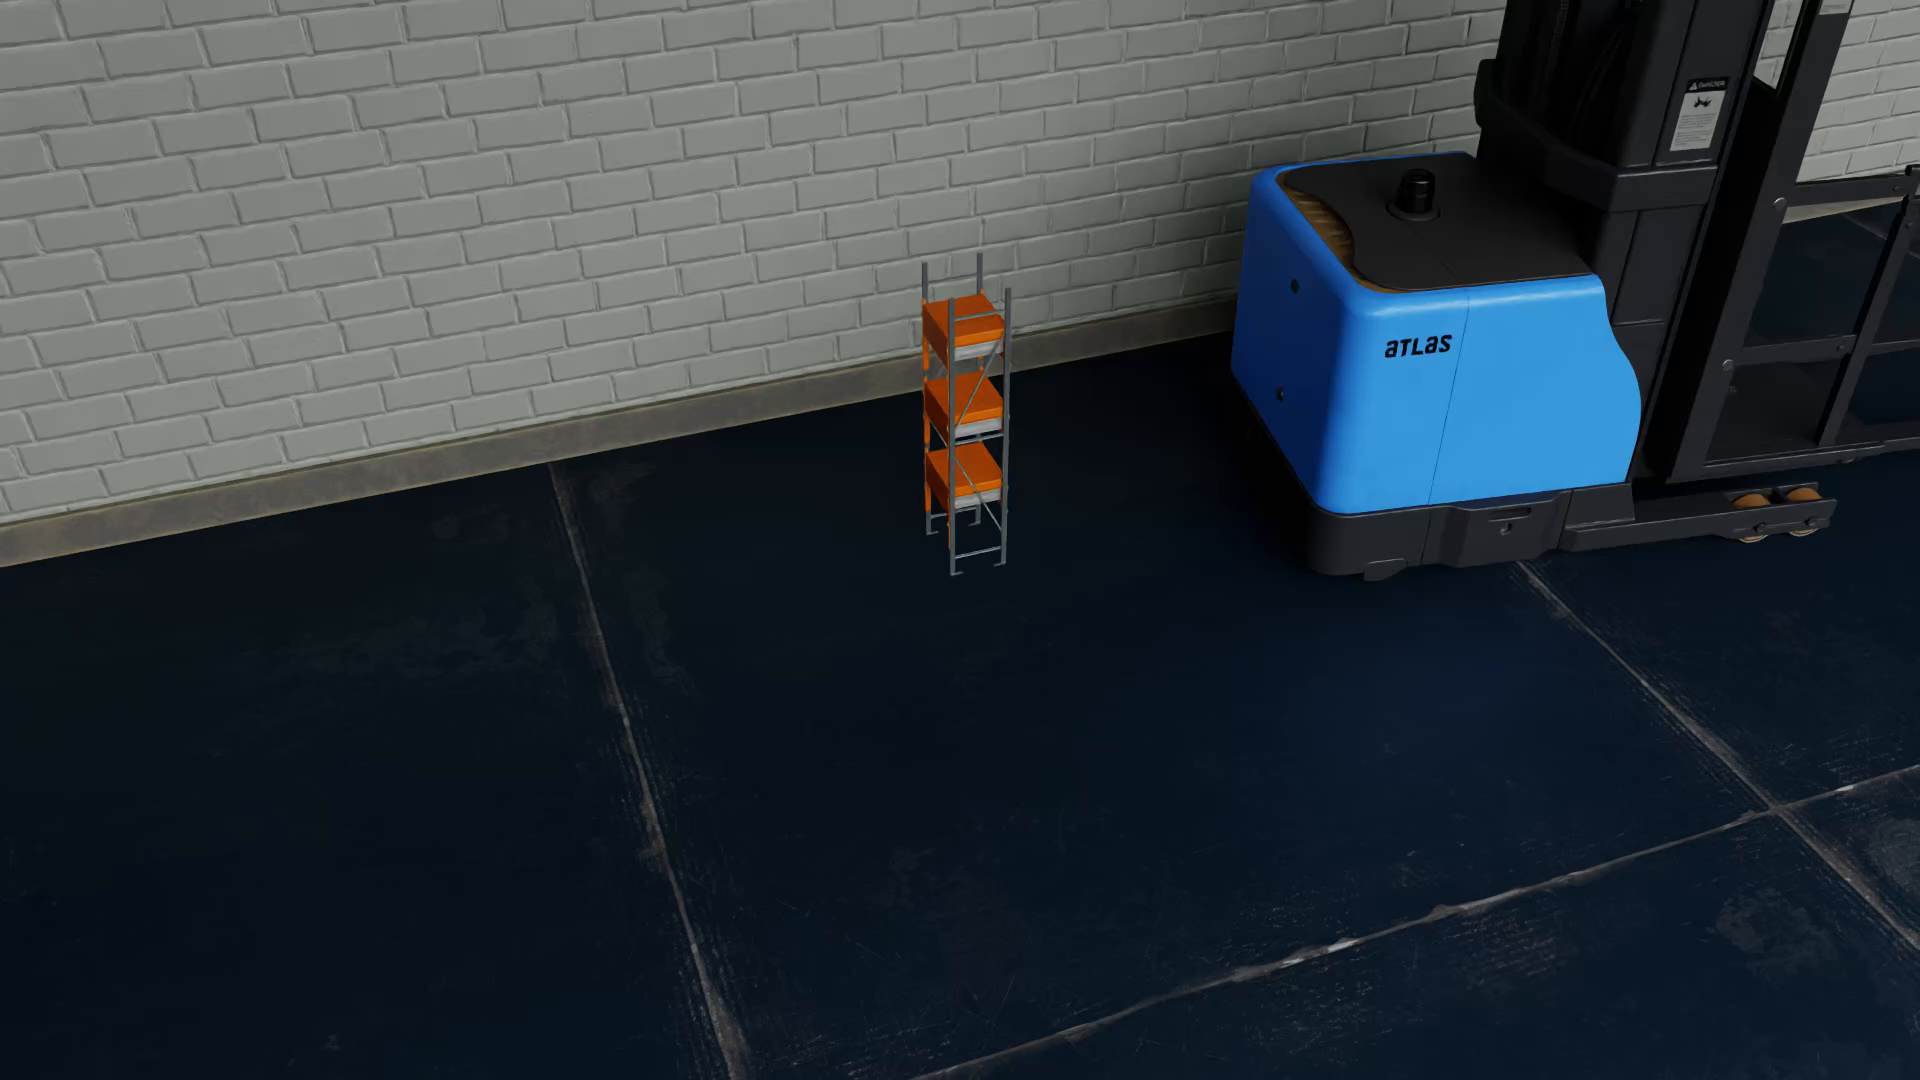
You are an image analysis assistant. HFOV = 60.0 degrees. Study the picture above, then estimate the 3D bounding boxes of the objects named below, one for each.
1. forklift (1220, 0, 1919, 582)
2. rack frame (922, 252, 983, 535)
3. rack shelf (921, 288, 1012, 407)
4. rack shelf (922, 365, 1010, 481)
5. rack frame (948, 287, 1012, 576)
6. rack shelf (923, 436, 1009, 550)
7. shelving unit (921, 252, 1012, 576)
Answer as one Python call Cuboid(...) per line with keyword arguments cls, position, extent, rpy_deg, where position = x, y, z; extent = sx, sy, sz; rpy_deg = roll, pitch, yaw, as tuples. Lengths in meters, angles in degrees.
Cuboid(cls="forklift", position=(2.541, -1.468, 5.263), extent=(3.031, 2.935, 1.130), rpy_deg=(-7, 38, -9))
Cuboid(cls="rack frame", position=(-0.024, -0.458, 5.485), extent=(0.200, 1.050, 0.008), rpy_deg=(-12, 39, -16))
Cuboid(cls="rack shelf", position=(0.018, -0.607, 5.230), extent=(0.215, 0.259, 0.240), rpy_deg=(-12, 39, -16))
Cuboid(cls="rack shelf", position=(0.018, -0.381, 5.400), extent=(0.215, 0.259, 0.240), rpy_deg=(-12, 39, -16))
Cuboid(cls="rack frame", position=(0.060, -0.320, 5.302), extent=(0.200, 1.050, 0.008), rpy_deg=(-12, 39, -16))
Cuboid(cls="rack shelf", position=(0.018, -0.159, 5.568), extent=(0.215, 0.259, 0.240), rpy_deg=(-12, 39, -16))
Cuboid(cls="shelving unit", position=(0.018, -0.389, 5.394), extent=(0.215, 1.050, 0.252), rpy_deg=(-12, 39, -16))
